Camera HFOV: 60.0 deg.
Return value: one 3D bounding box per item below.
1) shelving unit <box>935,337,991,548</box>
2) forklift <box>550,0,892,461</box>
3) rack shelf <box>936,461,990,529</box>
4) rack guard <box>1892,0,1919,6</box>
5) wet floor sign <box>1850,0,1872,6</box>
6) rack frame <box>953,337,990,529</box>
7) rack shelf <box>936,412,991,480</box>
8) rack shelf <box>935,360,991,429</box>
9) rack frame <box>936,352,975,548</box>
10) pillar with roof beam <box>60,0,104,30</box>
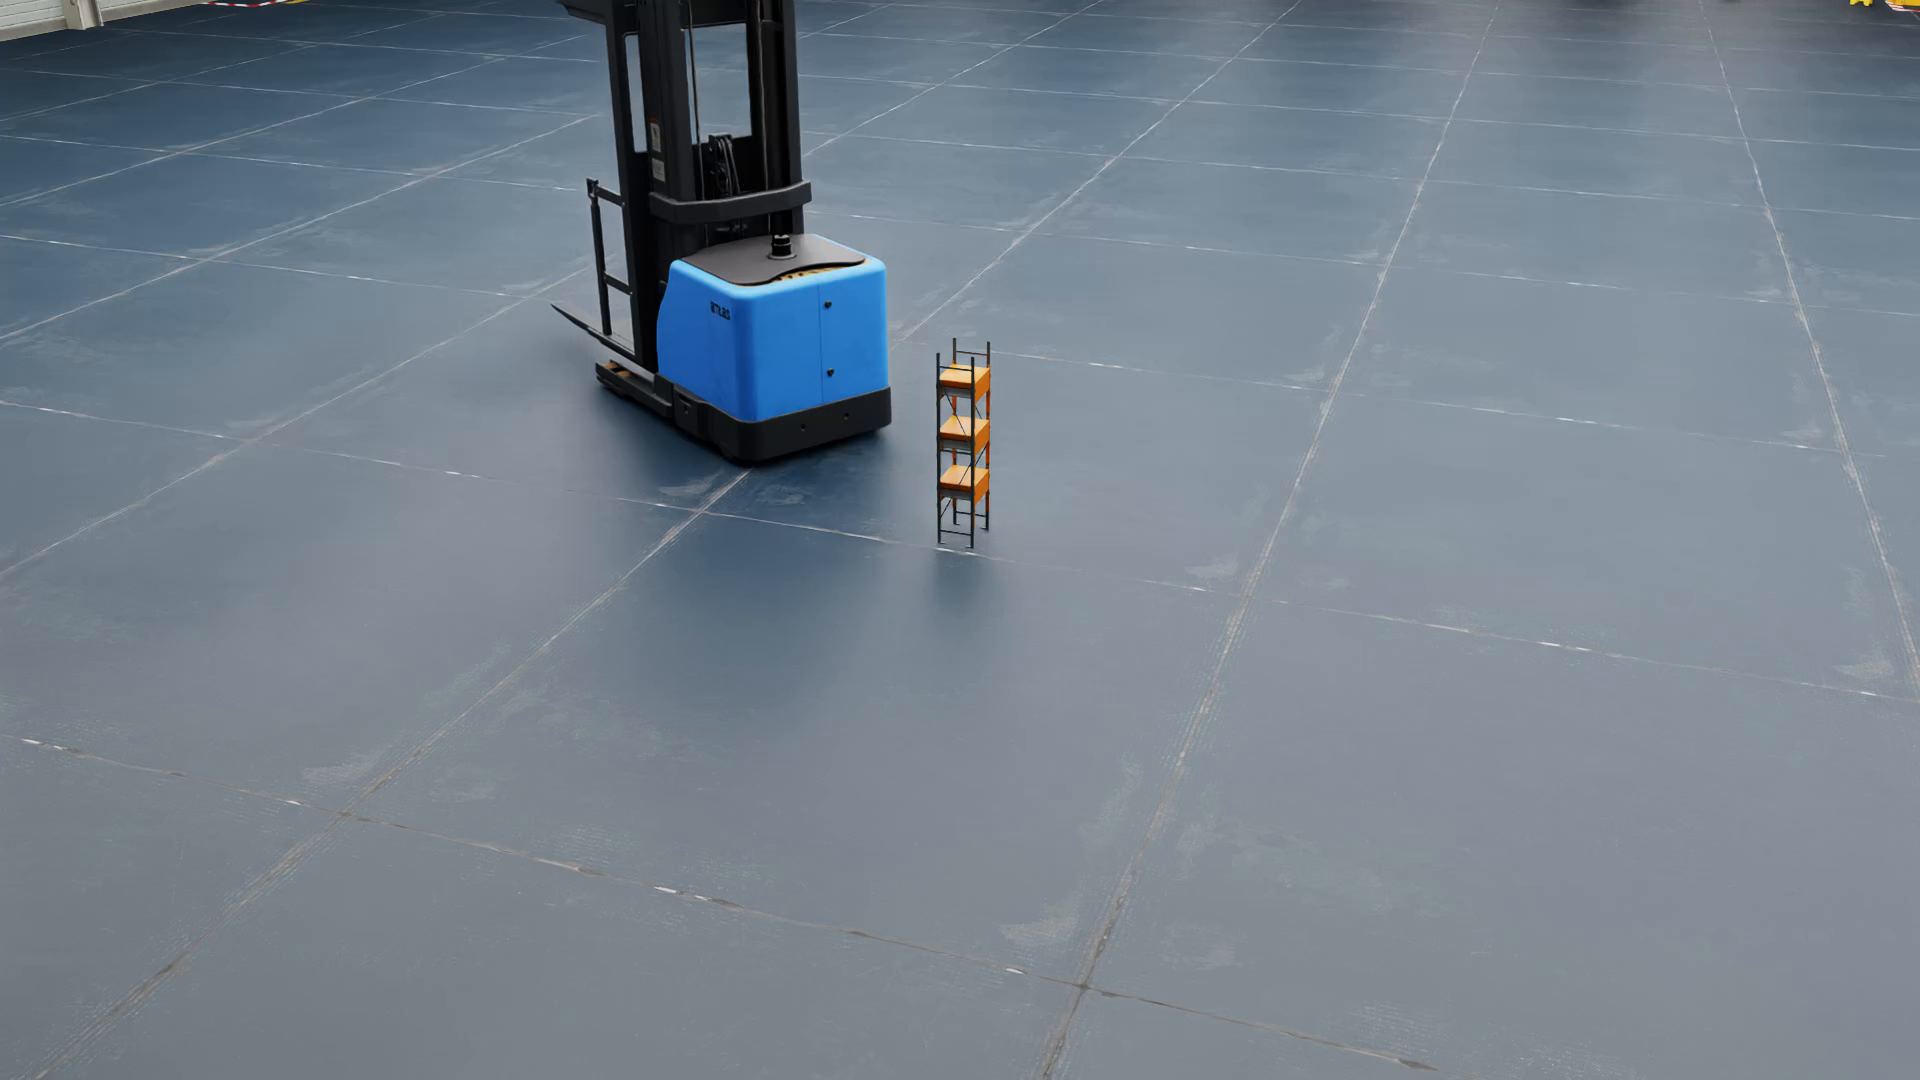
[{"bbox_3d":[0.018,-0.495,8.567,0.215,1.050,0.252,9,27,17],"label":"shelving unit"},{"bbox_3d":[-1.702,-2.350,10.240,1.130,2.935,3.031,-18,31,-33],"label":"forklift"},{"bbox_3d":[0.018,-0.235,8.692,0.215,0.259,0.240,9,27,17],"label":"rack shelf"},{"bbox_3d":[15.281,-8.616,25.972,1.175,0.500,0.348,9,27,17],"label":"rack guard"},{"bbox_3d":[14.184,-8.727,26.035,0.267,0.644,0.232,20,32,35],"label":"wet floor sign"},{"bbox_3d":[0.058,-0.545,8.670,0.200,1.050,0.008,9,27,17],"label":"rack frame"},{"bbox_3d":[0.018,-0.485,8.571,0.215,0.259,0.240,9,27,17],"label":"rack shelf"},{"bbox_3d":[0.018,-0.740,8.448,0.215,0.259,0.240,9,27,17],"label":"rack shelf"},{"bbox_3d":[-0.023,-0.444,8.463,0.200,1.050,0.008,9,27,17],"label":"rack frame"},{"bbox_3d":[-8.619,-10.860,20.853,9.100,9.000,0.400,9,27,17],"label":"pillar with roof beam"}]
